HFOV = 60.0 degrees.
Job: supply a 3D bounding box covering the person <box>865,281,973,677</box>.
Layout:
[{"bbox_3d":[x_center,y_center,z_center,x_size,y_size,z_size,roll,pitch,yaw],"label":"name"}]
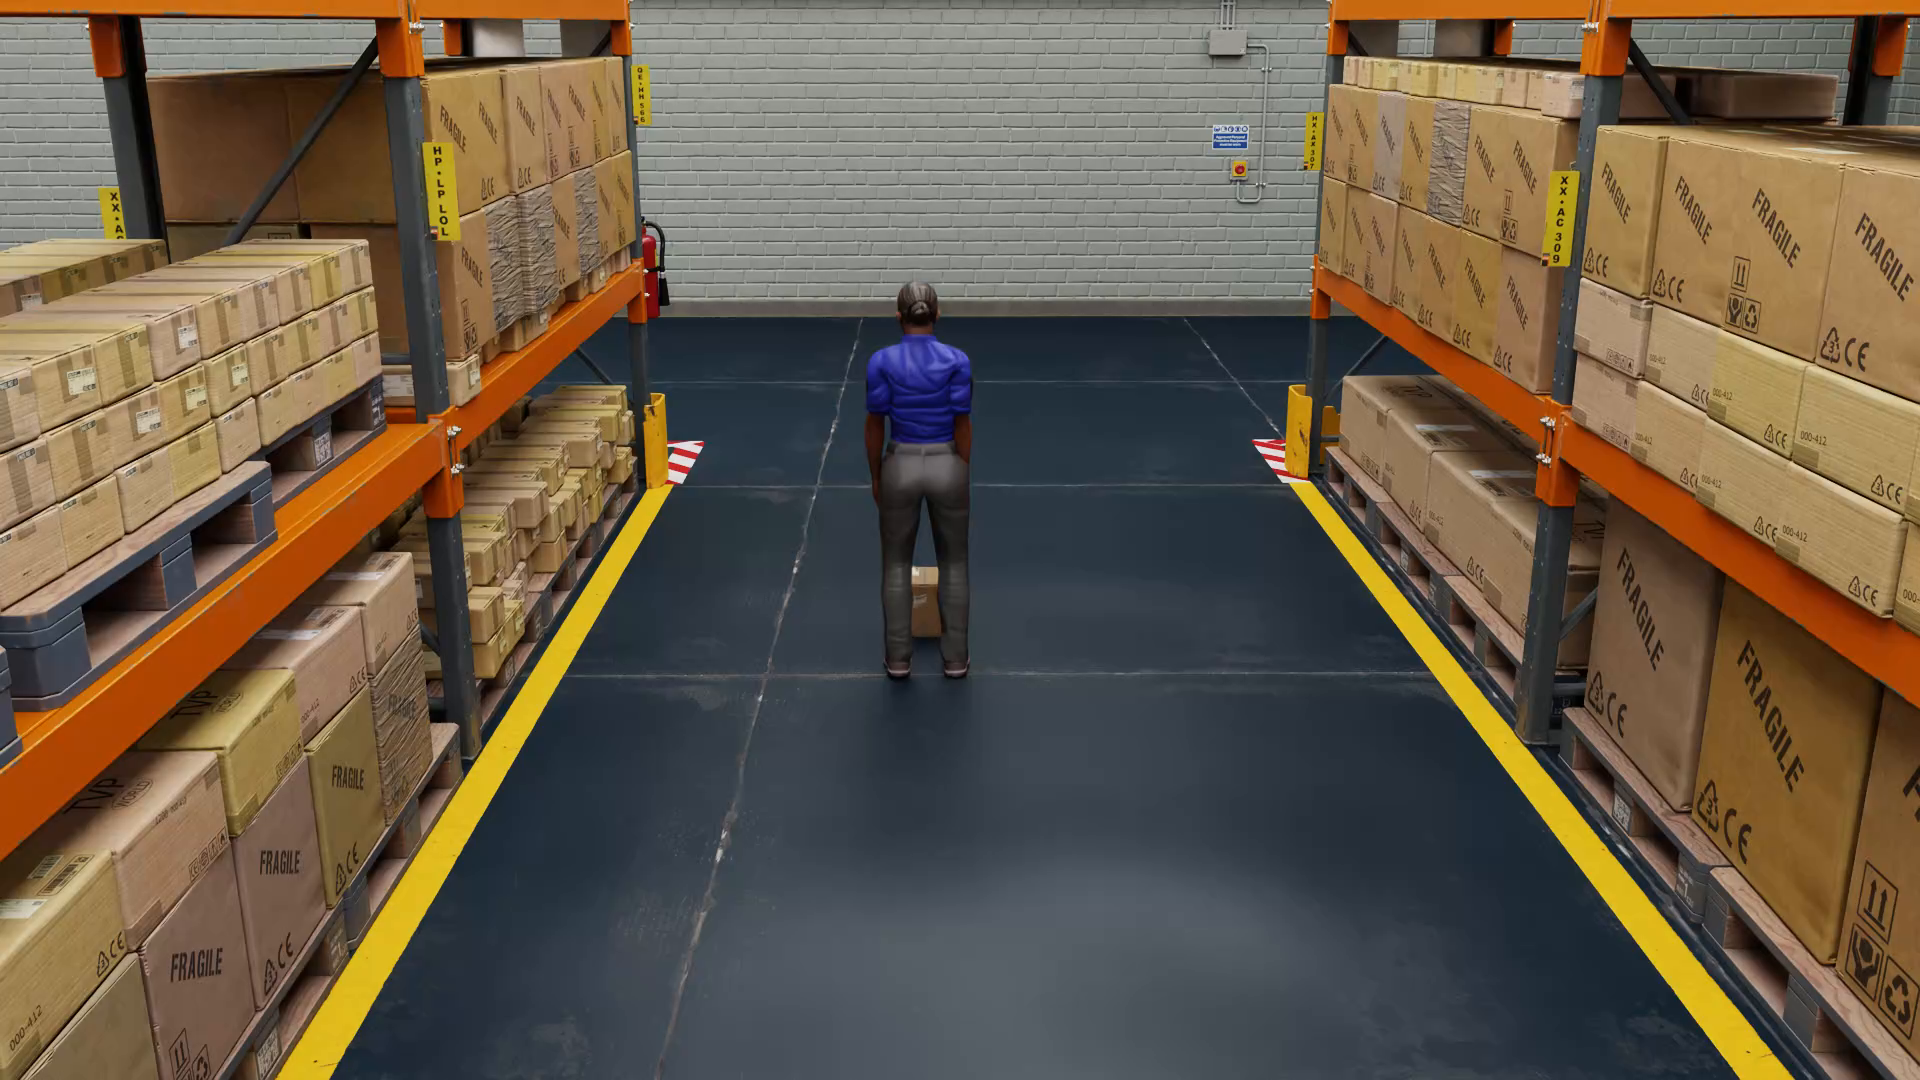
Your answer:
[{"bbox_3d":[-0.168,-0.235,6.847,0.441,1.646,0.311,0,17,0],"label":"person"}]
